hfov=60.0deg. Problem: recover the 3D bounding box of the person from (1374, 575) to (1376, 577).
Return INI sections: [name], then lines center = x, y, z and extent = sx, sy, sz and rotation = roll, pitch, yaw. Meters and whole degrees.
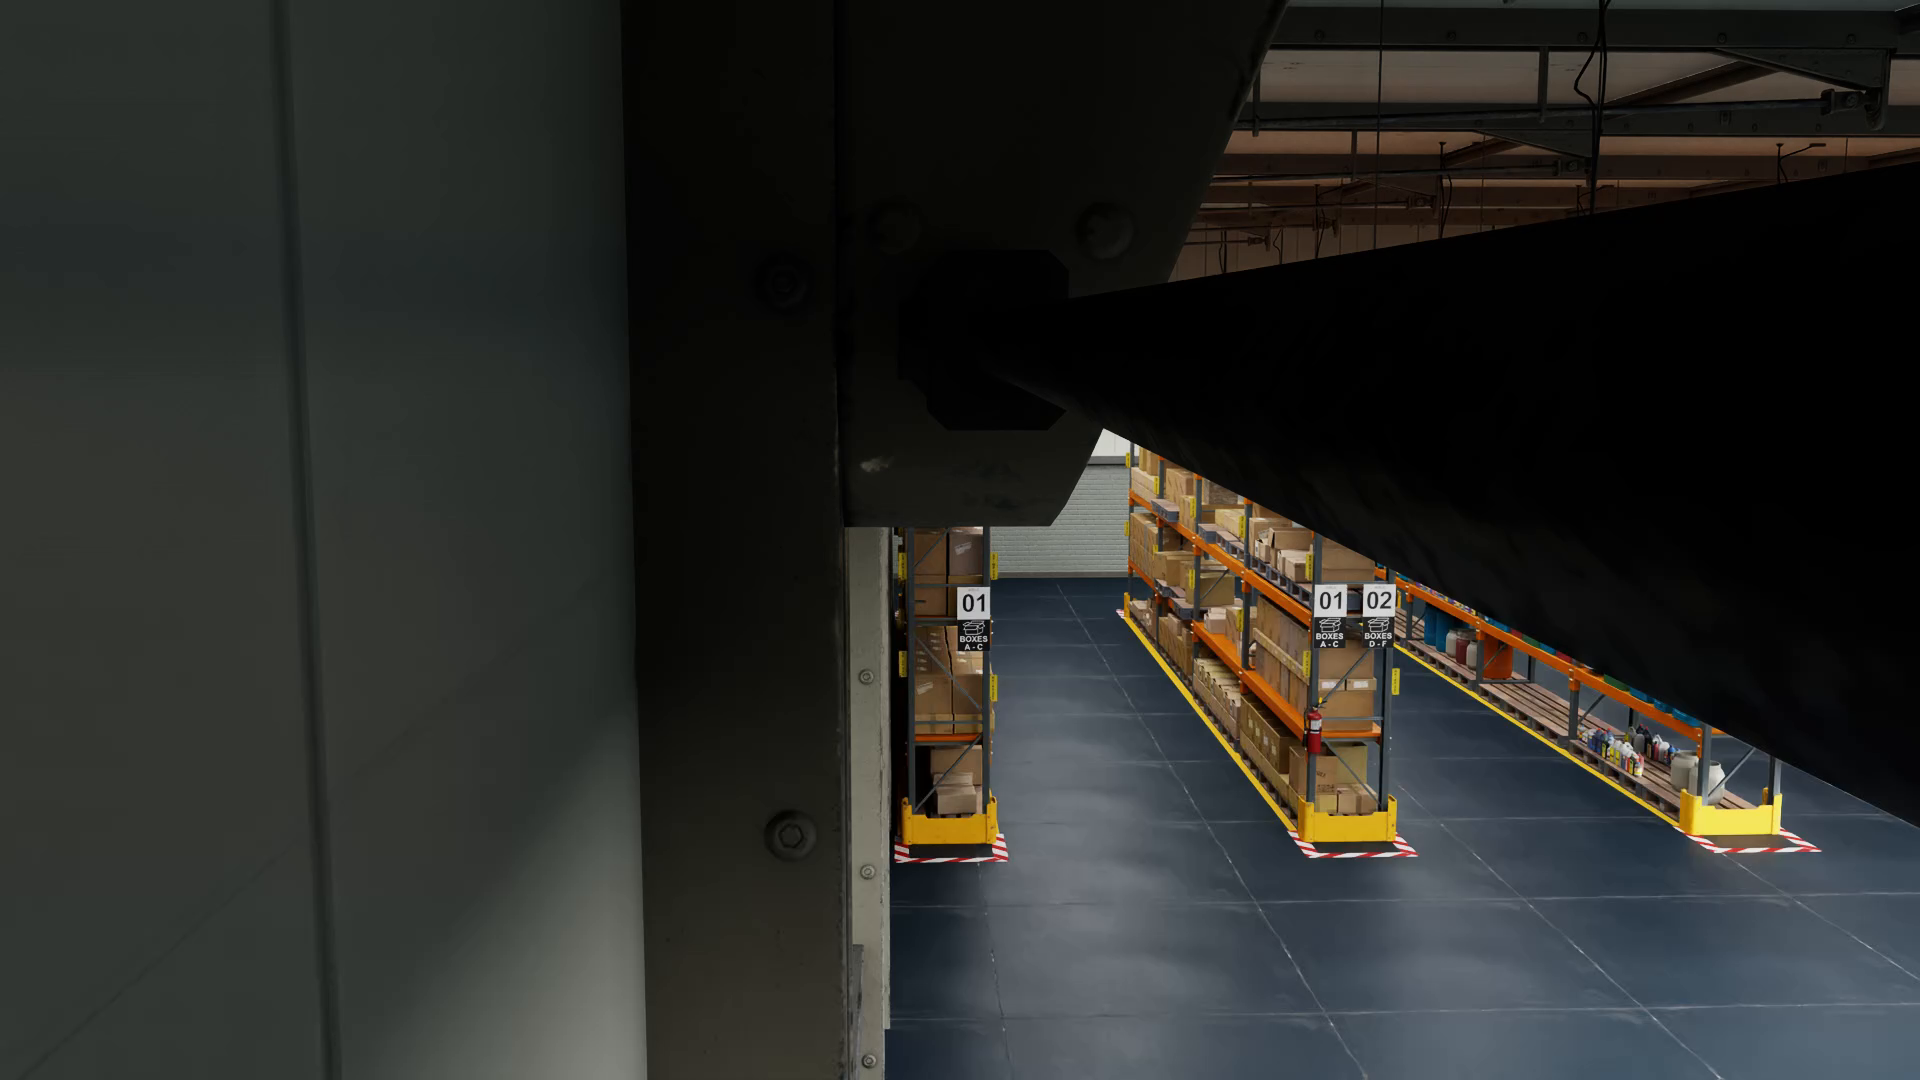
[person]
center = 9.790, 0.320, 40.044
extent = 0.576, 1.782, 0.510
rotation = -1, 7, -10
